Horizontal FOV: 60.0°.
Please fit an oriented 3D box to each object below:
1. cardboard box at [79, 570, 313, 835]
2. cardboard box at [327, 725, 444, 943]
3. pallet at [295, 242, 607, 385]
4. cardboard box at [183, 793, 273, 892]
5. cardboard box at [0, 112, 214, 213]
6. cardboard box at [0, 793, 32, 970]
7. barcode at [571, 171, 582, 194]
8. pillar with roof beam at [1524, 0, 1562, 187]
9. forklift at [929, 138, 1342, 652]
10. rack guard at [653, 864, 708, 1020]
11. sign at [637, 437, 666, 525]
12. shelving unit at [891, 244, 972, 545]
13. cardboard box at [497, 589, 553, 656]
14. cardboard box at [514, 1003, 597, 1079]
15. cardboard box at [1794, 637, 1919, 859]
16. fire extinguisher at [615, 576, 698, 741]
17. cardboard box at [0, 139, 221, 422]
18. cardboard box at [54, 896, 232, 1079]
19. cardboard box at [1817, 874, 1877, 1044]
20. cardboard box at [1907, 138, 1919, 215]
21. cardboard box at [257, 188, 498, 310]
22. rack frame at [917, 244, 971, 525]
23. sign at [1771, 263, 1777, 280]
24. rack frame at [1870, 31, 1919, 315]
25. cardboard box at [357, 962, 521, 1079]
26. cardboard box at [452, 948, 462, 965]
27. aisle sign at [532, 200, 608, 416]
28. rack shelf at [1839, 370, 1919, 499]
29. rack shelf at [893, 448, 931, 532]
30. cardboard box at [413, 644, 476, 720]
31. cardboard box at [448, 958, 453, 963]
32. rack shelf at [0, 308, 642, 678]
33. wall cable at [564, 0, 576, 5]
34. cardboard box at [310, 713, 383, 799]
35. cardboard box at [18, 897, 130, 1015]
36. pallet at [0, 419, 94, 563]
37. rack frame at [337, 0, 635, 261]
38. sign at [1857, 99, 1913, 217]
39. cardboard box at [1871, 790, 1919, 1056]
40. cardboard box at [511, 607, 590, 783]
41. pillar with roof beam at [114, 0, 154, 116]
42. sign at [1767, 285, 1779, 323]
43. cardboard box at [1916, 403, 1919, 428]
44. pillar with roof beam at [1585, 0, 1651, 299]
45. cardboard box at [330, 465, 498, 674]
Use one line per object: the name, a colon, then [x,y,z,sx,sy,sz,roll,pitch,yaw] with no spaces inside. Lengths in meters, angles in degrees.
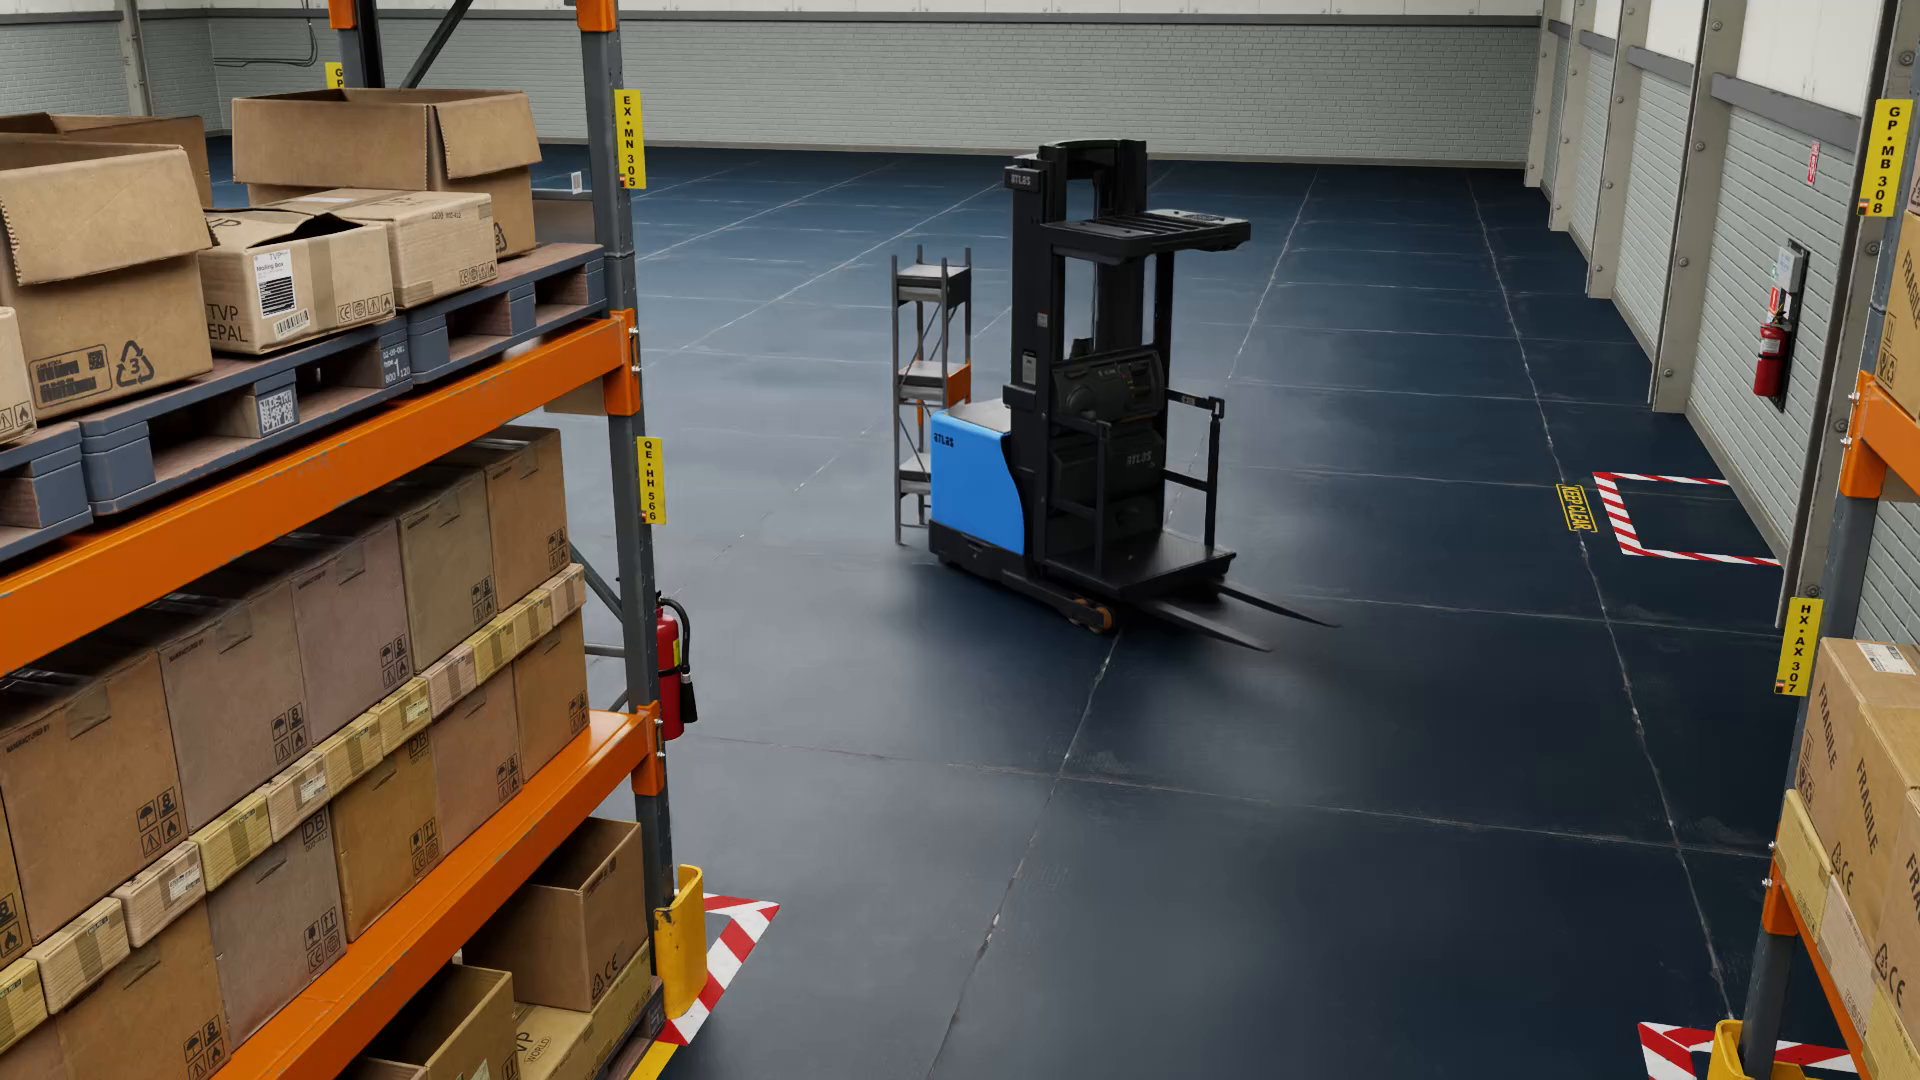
cardboard box: [-2.148,0.380,4.272,0.700,0.500,0.500,5,19,13]
cardboard box: [-2.018,0.817,5.000,0.700,0.500,0.500,5,19,14]
pallet: [-1.839,-0.759,5.265,1.003,0.211,1.213,5,19,13]
cardboard box: [-1.990,0.744,4.211,0.380,0.149,0.250,4,19,13]
cardboard box: [-2.312,-0.834,4.326,0.500,0.500,0.500,5,19,13]
cardboard box: [-2.394,0.694,3.355,0.700,0.500,0.500,5,19,13]
barcode: [-1.247,-1.162,5.411,0.001,0.075,0.075,5,19,13]
pillar with roof beam: [6.987,-11.505,31.949,9.100,9.000,0.400,5,19,13]
forklift: [1.092,-0.981,10.526,1.130,2.935,3.031,-15,24,-36]
rack guard: [-1.635,1.574,6.805,1.175,0.500,0.348,5,19,13]
sign: [-1.118,-0.214,6.015,0.100,0.325,0.005,5,19,13]
shelving unit: [-0.197,-1.021,11.928,0.431,2.100,0.503,7,20,18]
cardboard box: [-1.612,0.262,5.622,0.380,0.149,0.250,5,20,15]
cardboard box: [-1.596,1.851,5.733,0.500,0.250,0.500,5,19,13]
cardboard box: [2.755,0.622,4.768,0.500,0.500,0.500,5,19,13]
fire extinguisher: [-1.162,0.435,6.392,0.296,0.674,0.183,5,19,13]
cardboard box: [-2.094,-0.587,3.598,0.797,0.503,0.637,7,20,19]
cardboard box: [-2.267,1.143,4.045,0.700,0.500,0.500,5,19,14]
cardboard box: [2.623,1.142,4.403,0.500,0.250,0.500,4,19,12]
cardboard box: [2.834,-1.059,4.273,0.500,0.500,0.500,3,19,9]
cardboard box: [-1.667,-0.833,4.710,0.500,0.250,0.500,5,19,13]
rack frame: [-0.115,-1.095,12.146,0.400,2.100,0.015,7,20,18]
sign: [6.163,-2.007,12.549,0.001,0.109,0.331,5,19,13]
rack frame: [3.164,-2.050,4.267,1.000,3.000,0.127,5,19,13]
cardboard box: [-1.714,1.653,5.152,0.500,0.500,0.500,5,19,13]
cardboard box: [-1.988,1.652,6.314,0.500,0.250,0.500,5,19,13]
aisle sign: [-1.340,-0.829,5.951,0.394,0.787,0.004,5,19,13]
rack shelf: [2.675,0.337,3.033,1.077,0.370,4.000,5,19,13]
rack shelf: [-0.197,-0.346,12.159,0.431,0.518,0.480,7,20,18]
cardboard box: [-1.738,0.421,5.157,0.380,0.149,0.250,5,19,14]
cardboard box: [-2.108,1.454,5.734,0.500,0.500,0.500,5,19,13]
rack shelf: [-2.130,-0.053,4.175,1.077,0.370,4.000,5,19,13]
wall cable: [-8.180,-15.326,37.875,2.305,6.003,0.169,5,19,13]
cardboard box: [-1.865,0.586,4.674,0.380,0.149,0.250,5,20,15]
cardboard box: [-2.116,0.909,3.726,0.380,0.149,0.250,4,19,12]
pallet: [-2.435,0.006,3.026,1.003,0.211,1.213,5,19,13]
rack frame: [-1.641,-2.440,5.409,1.000,3.000,0.127,5,19,13]
sign: [2.637,-1.087,4.736,0.100,0.325,0.005,5,19,13]
cardboard box: [2.493,0.937,3.844,0.500,0.500,0.500,4,19,12]
cardboard box: [-1.767,0.497,5.937,0.700,0.500,0.500,5,19,13]
pillar with roof beam: [-15.210,-13.313,37.242,9.100,9.000,0.400,5,19,13]
sign: [6.173,-1.757,12.637,0.001,0.329,0.234,5,19,13]
cardboard box: [2.674,-0.437,3.999,0.500,0.500,0.500,6,20,17]
pillar with roof beam: [4.055,-7.744,20.937,9.100,9.000,0.400,5,19,13]
cardboard box: [-1.904,0.065,5.195,0.700,0.500,0.500,4,19,12]
